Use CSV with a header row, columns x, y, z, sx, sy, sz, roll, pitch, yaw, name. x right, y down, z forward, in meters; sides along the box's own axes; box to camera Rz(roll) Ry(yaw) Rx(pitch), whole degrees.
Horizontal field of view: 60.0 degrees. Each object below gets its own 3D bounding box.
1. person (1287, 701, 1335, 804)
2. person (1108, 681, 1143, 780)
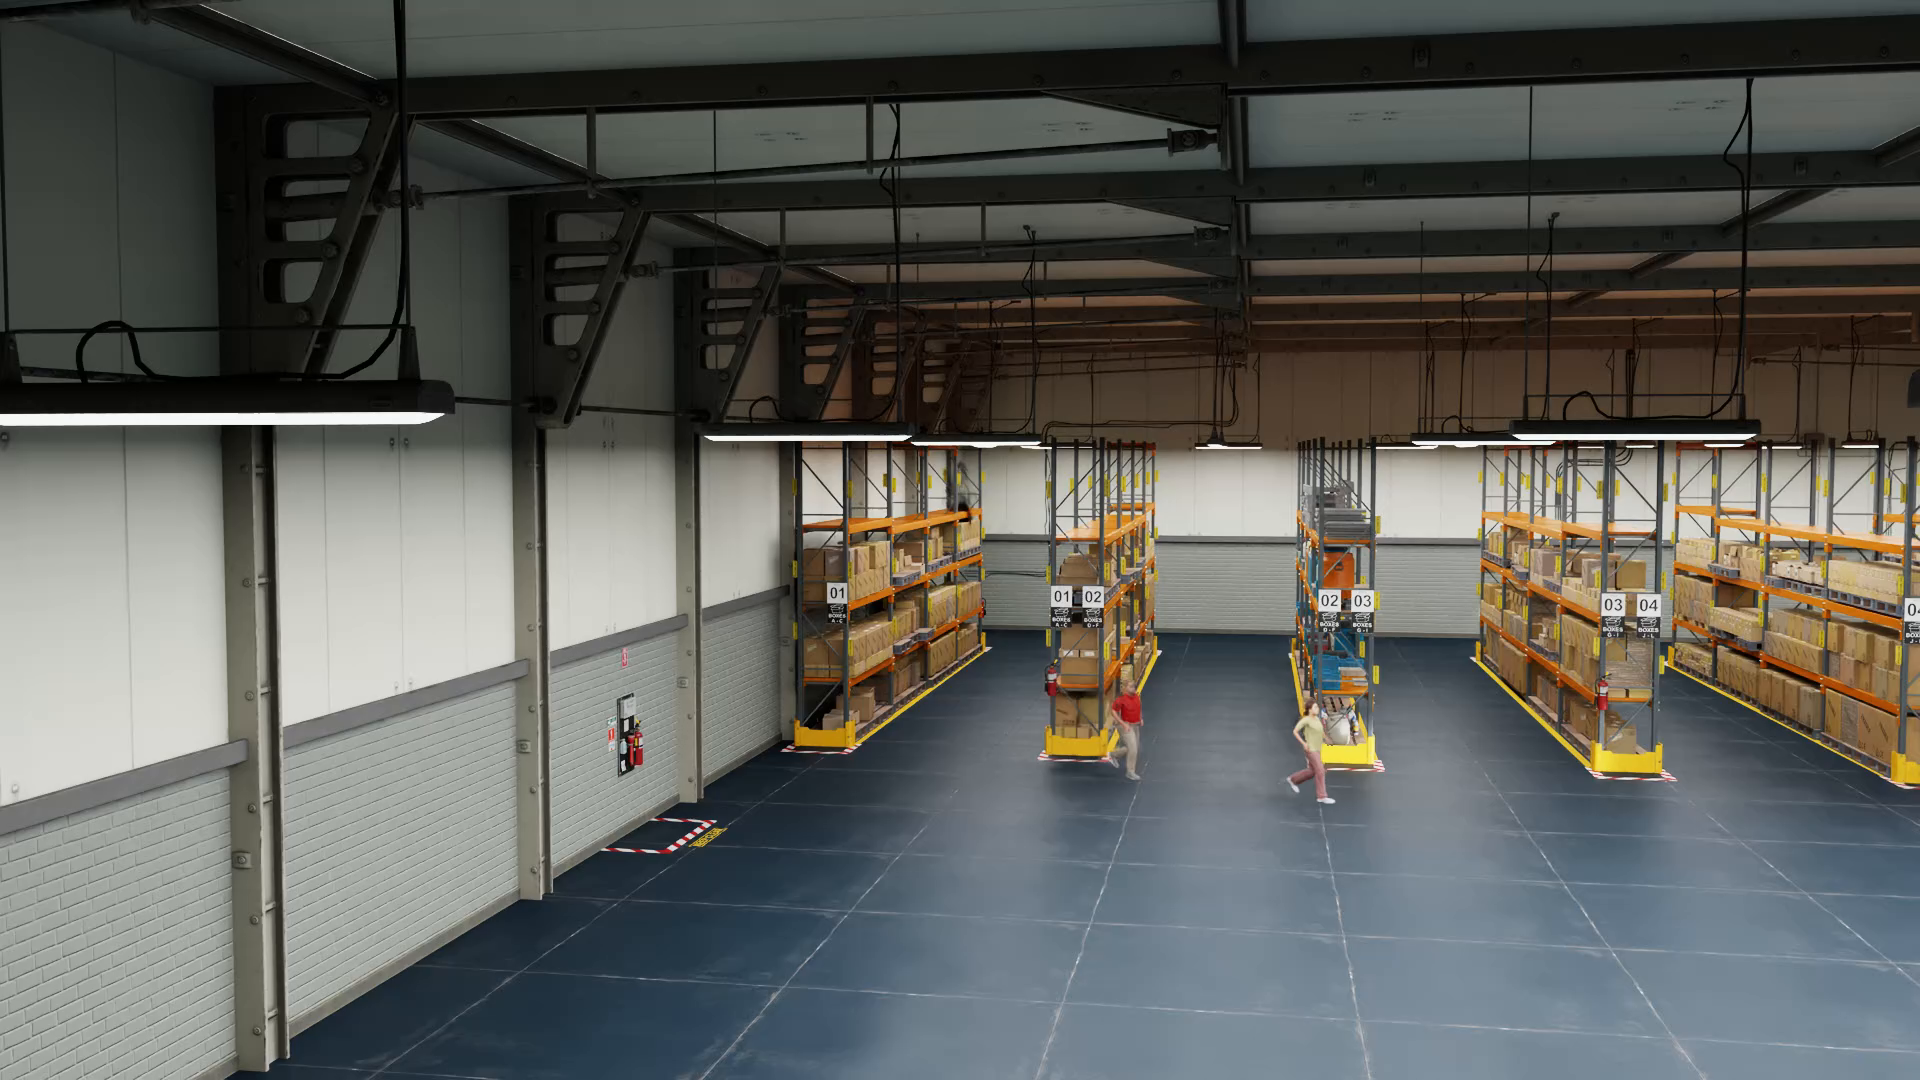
x,y,z,sx,sy,sz,roll,pitch,yaw,name
5.734,3.442,27.206,0.906,1.646,0.605,3,4,41,person
2.924,3.325,29.294,0.745,1.724,0.679,3,4,44,person
